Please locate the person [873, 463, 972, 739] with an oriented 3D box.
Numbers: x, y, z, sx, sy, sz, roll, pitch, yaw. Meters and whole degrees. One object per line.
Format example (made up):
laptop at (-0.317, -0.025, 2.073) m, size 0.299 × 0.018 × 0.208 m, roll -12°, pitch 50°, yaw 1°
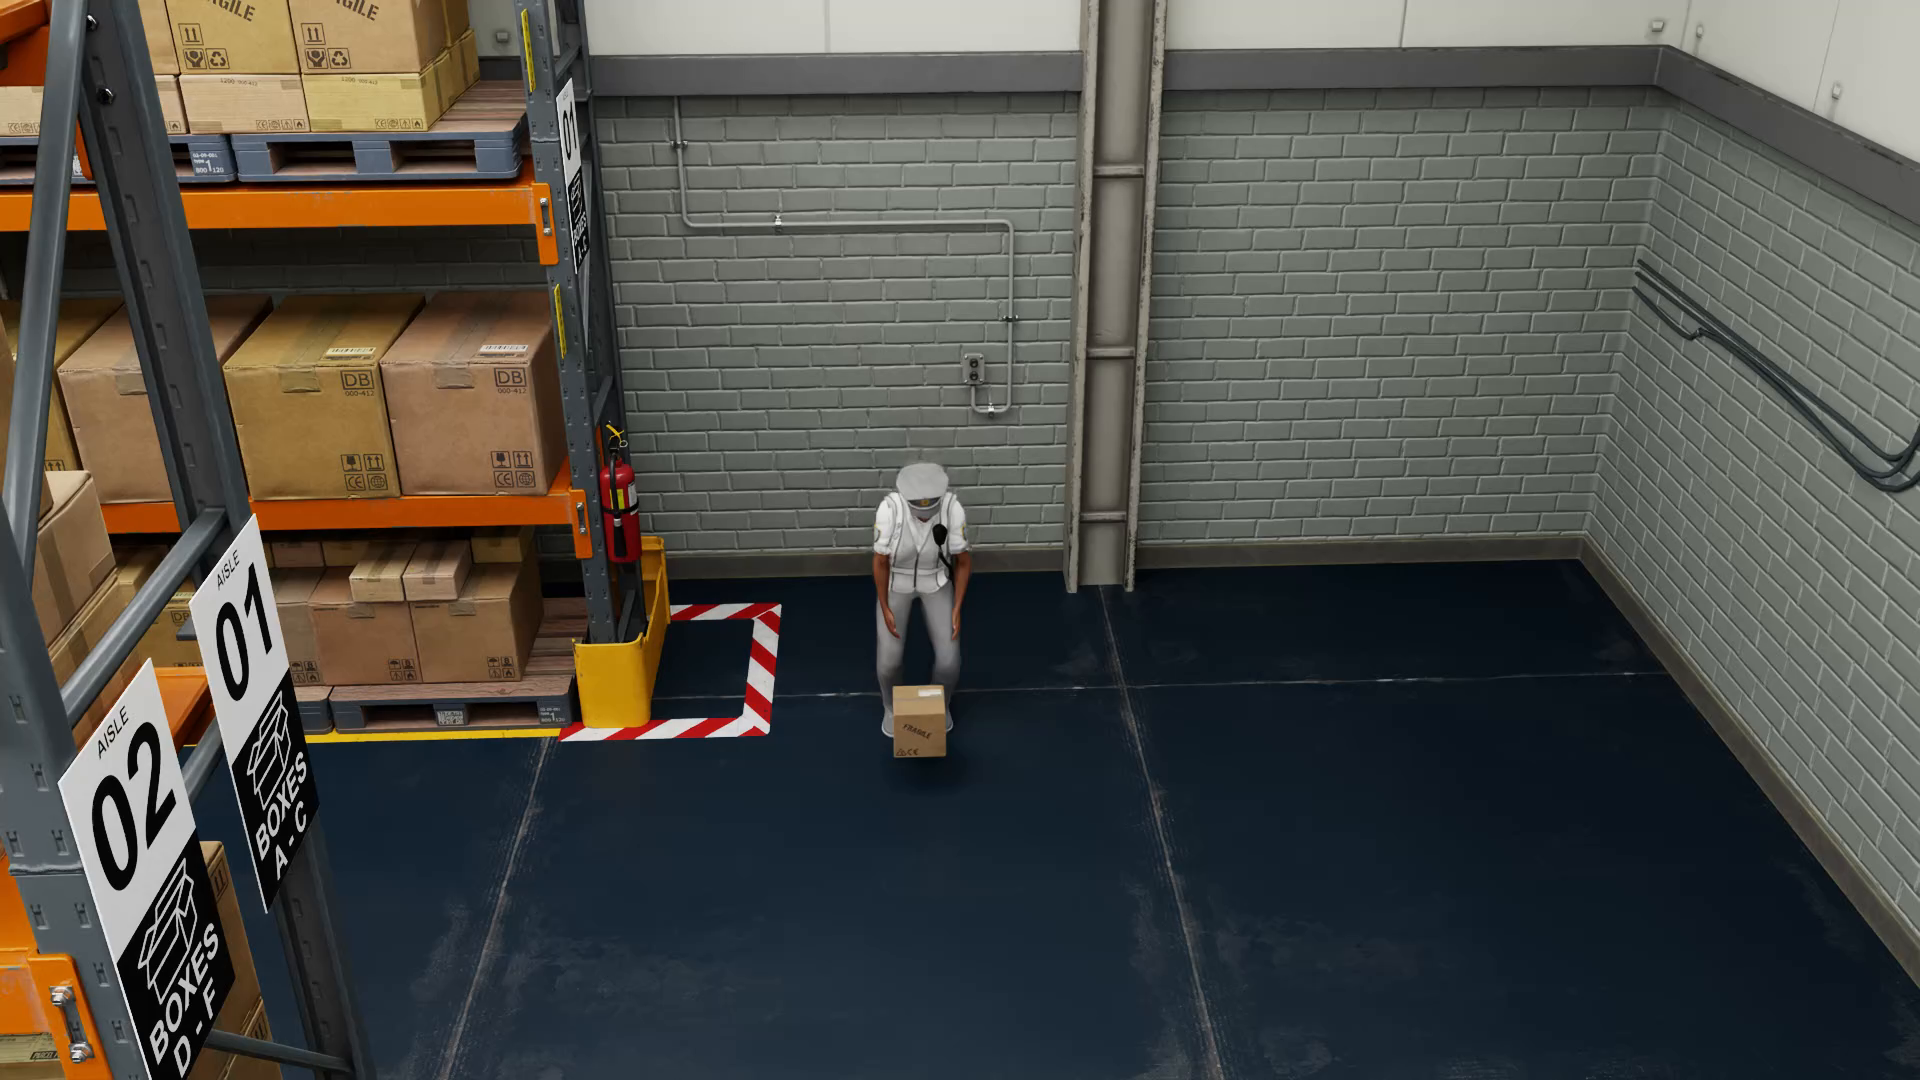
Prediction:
person at (-5.051, 2.485, 3.711) m, size 10.565 × 1.846 × 10.303 m, roll -1°, pitch 28°, yaw -2°
